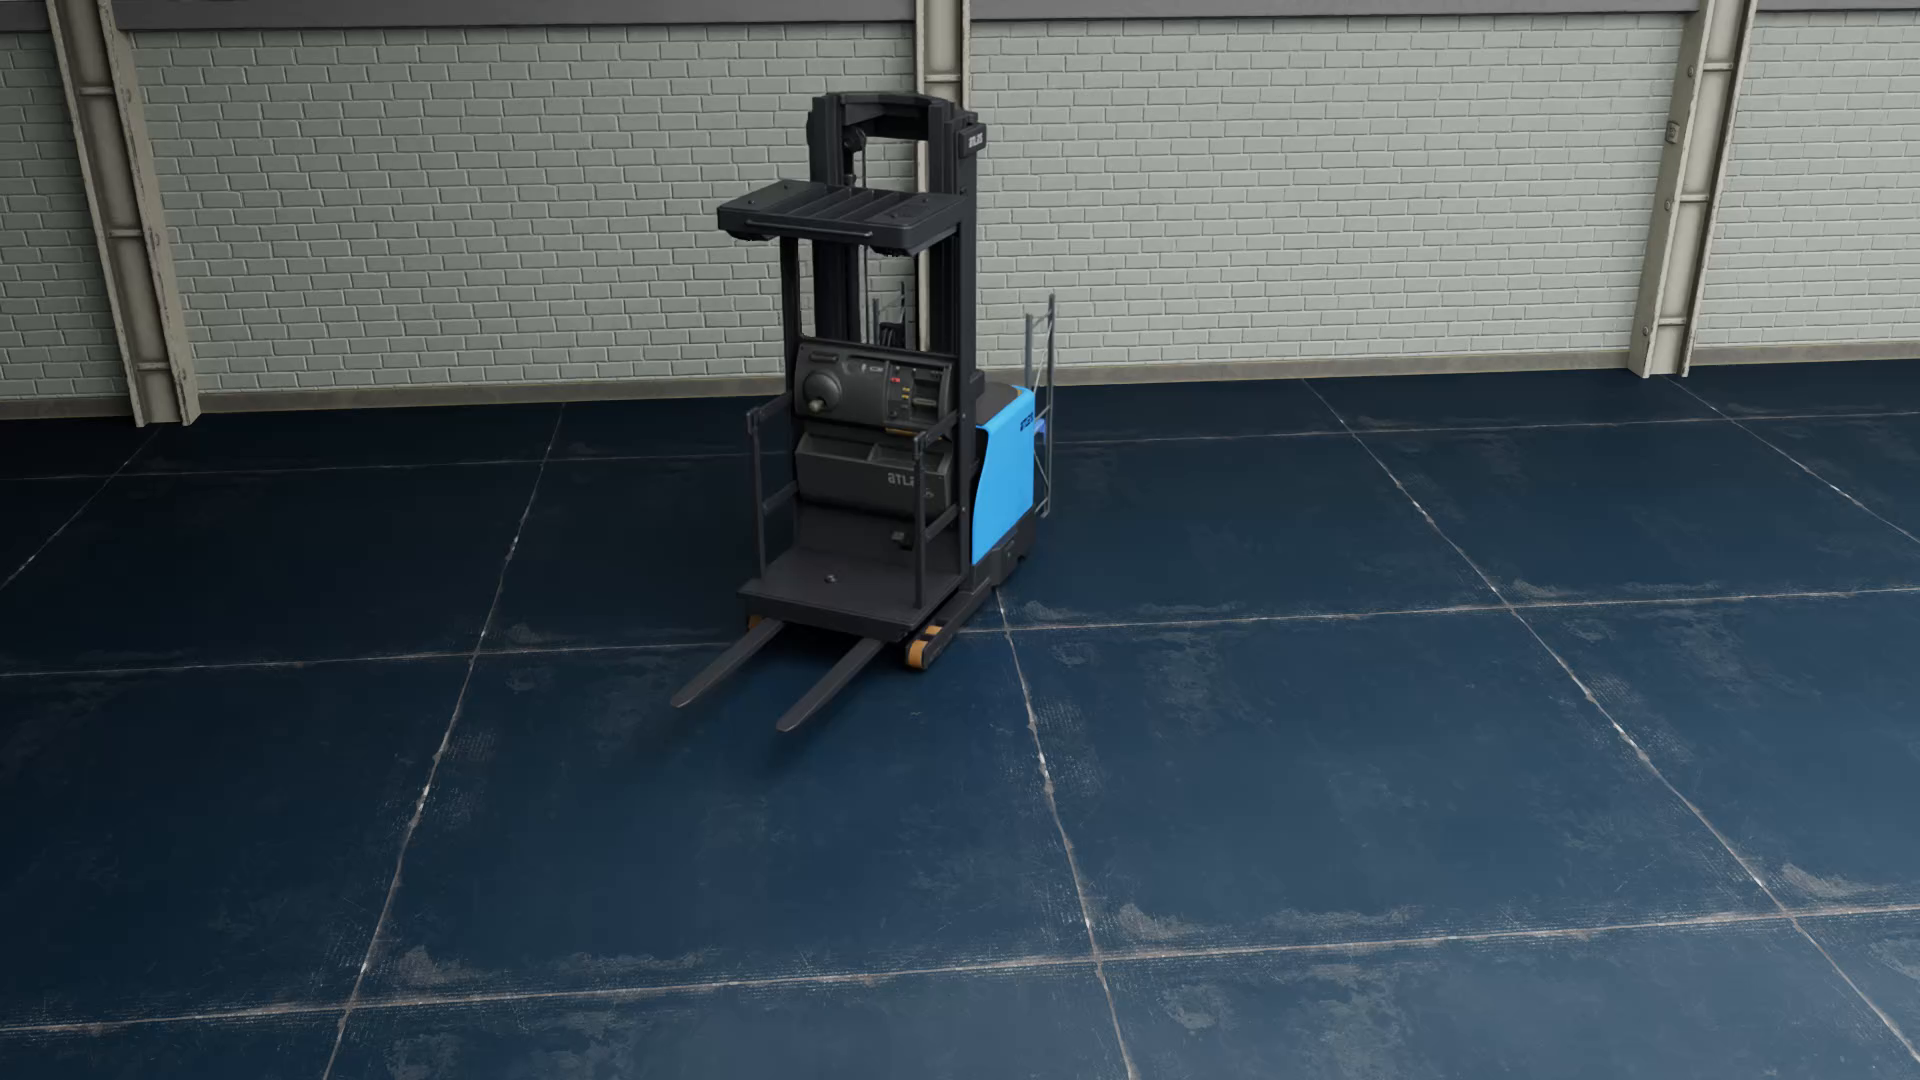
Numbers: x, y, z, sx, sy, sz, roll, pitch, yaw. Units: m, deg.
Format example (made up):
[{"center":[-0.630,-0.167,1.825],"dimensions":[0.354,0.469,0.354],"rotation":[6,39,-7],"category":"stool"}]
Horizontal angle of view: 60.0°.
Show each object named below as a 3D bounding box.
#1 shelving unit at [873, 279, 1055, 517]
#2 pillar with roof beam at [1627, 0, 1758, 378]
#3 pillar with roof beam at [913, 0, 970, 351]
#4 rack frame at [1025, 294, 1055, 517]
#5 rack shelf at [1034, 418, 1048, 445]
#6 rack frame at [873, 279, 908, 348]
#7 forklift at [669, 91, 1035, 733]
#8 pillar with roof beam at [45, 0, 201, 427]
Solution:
[{"center":[0.029,-0.860,10.838],"dimensions":[1.048,1.500,0.538],"rotation":[9,25,19],"category":"shelving unit"},{"center":[6.257,-3.784,8.183],"dimensions":[0.400,9.000,9.100],"rotation":[-2,24,-5],"category":"pillar with roof beam"},{"center":[0.286,-3.544,7.644],"dimensions":[0.400,9.000,9.100],"rotation":[-2,24,-5],"category":"pillar with roof beam"},{"center":[0.504,-0.787,10.673],"dimensions":[0.032,1.500,0.500],"rotation":[9,25,19],"category":"rack frame"},{"center":[0.029,-0.696,10.911],"dimensions":[1.000,0.185,0.538],"rotation":[9,25,19],"category":"rack shelf"},{"center":[-0.447,-0.933,11.003],"dimensions":[0.032,1.500,0.500],"rotation":[9,25,19],"category":"rack frame"},{"center":[-0.566,-0.820,8.987],"dimensions":[1.130,2.935,3.031],"rotation":[10,26,21],"category":"forklift"},{"center":[-5.685,-3.305,7.105],"dimensions":[0.400,9.000,9.100],"rotation":[-2,24,-5],"category":"pillar with roof beam"}]
